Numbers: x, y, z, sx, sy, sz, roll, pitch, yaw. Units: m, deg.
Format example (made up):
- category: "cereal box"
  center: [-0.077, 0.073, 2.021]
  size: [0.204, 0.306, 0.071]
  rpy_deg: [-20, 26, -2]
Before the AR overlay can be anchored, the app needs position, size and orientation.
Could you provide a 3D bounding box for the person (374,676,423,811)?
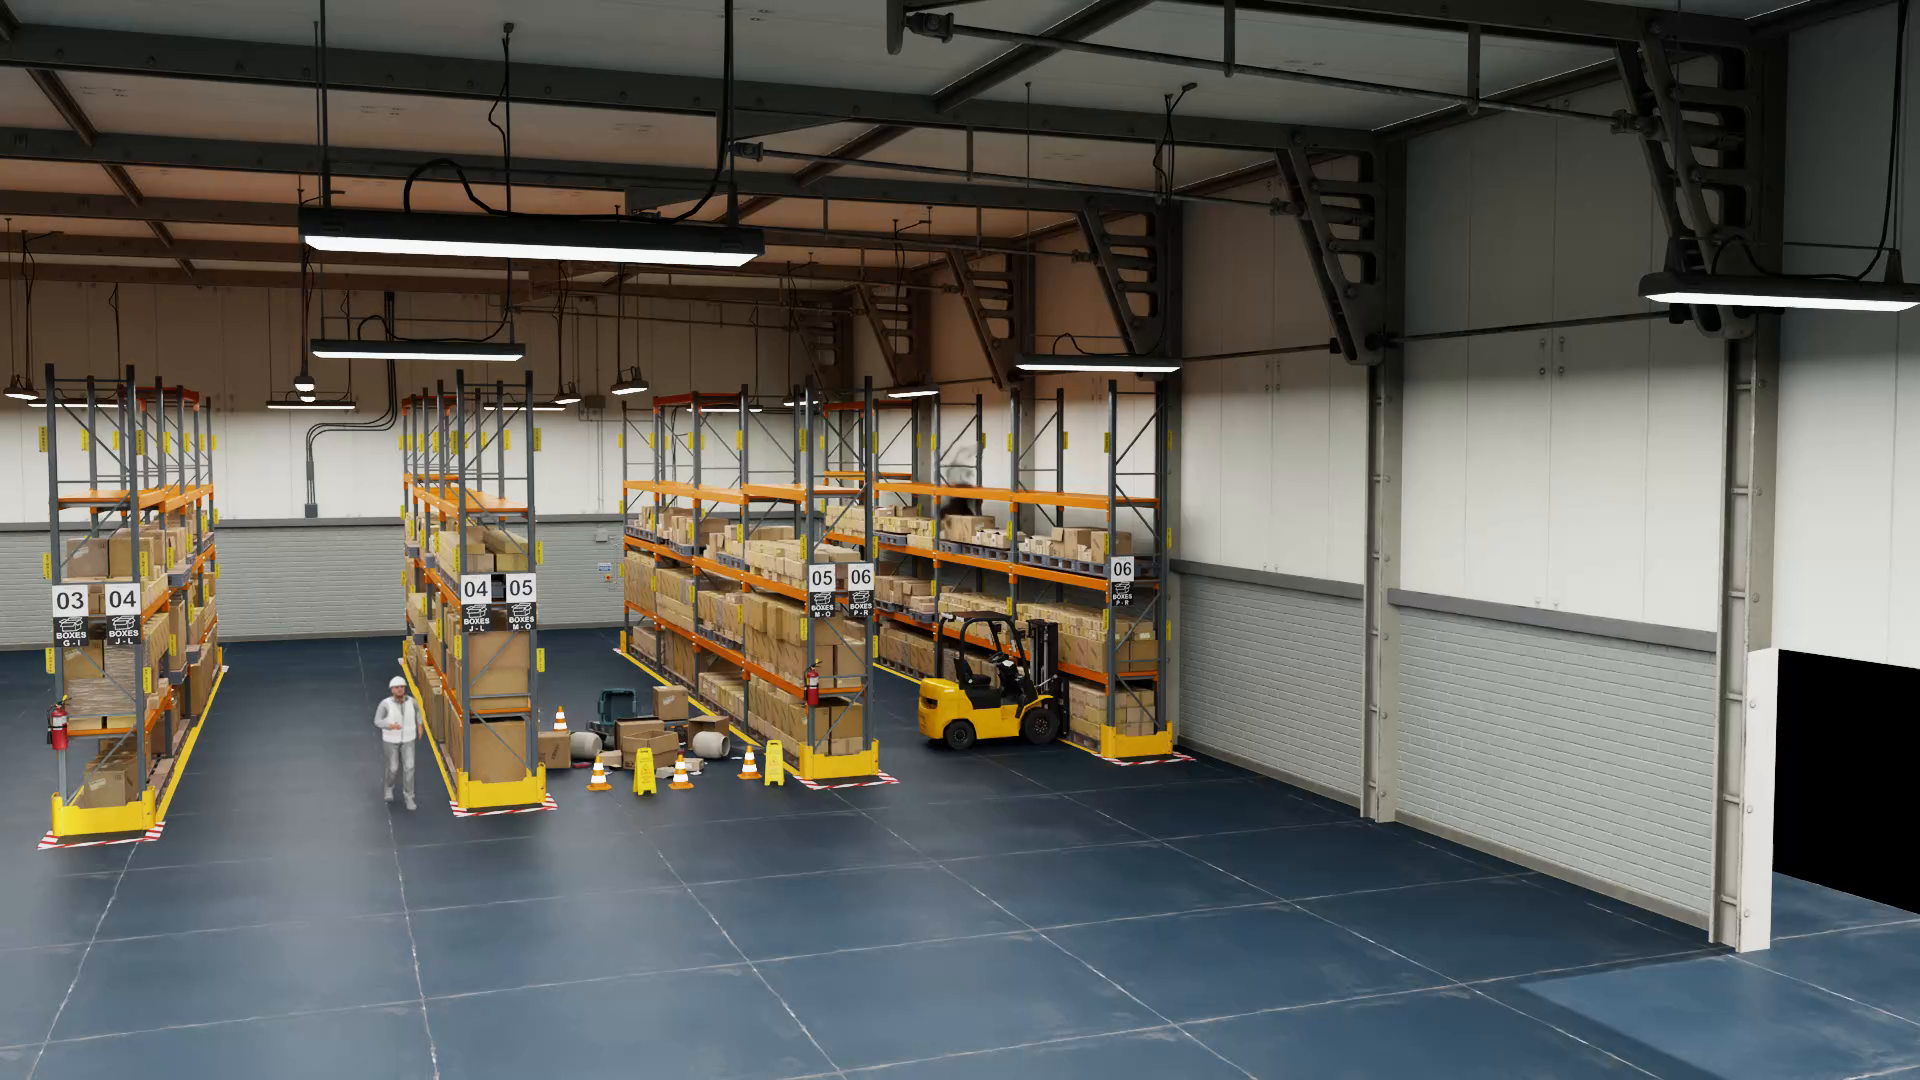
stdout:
- category: "person"
  center: [-7.721, 2.778, 22.887]
  size: [0.674, 1.826, 0.815]
  rpy_deg: [-2, 4, -32]
